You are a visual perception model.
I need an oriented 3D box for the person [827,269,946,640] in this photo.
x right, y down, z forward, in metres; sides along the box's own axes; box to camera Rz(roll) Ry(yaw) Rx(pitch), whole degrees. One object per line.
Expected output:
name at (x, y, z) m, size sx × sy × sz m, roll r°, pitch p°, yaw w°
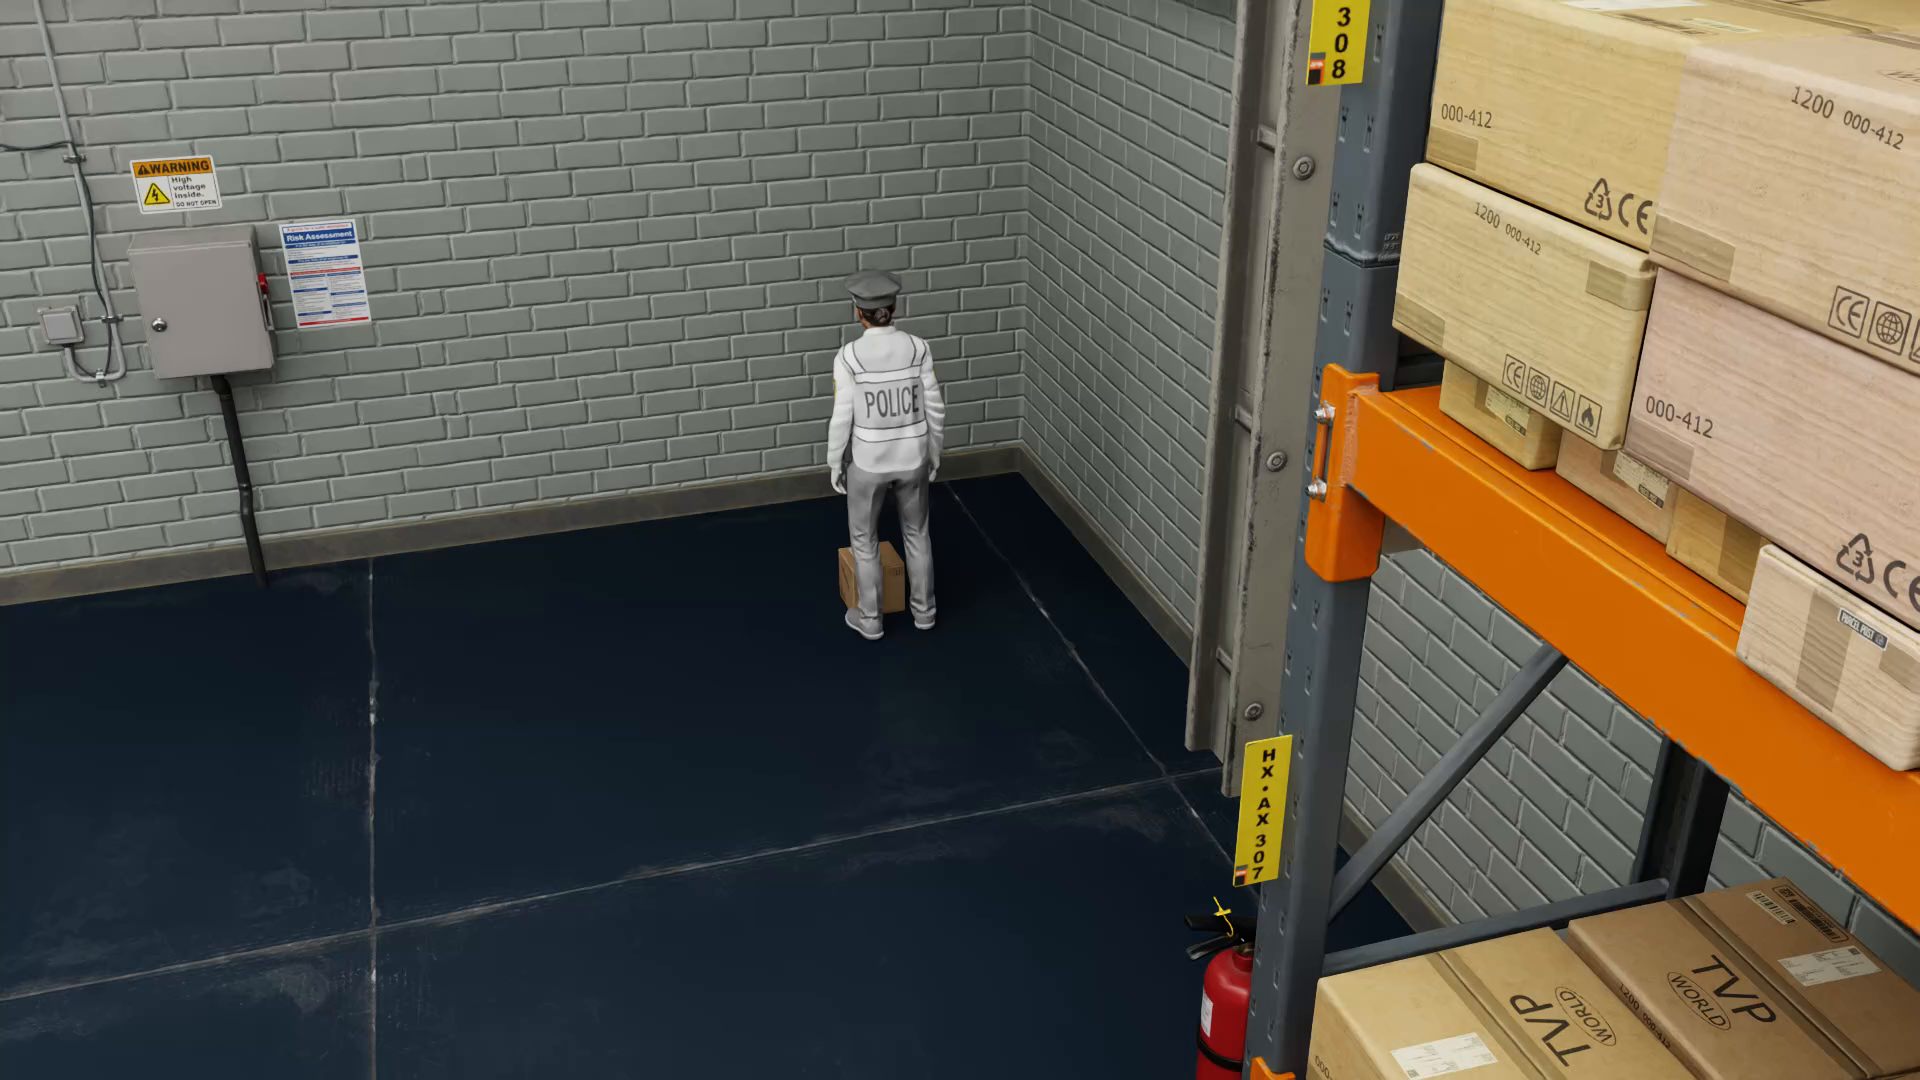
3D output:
person at (-0.326, -0.345, 7.304) m, size 0.526 × 1.663 × 0.374 m, roll -9°, pitch 28°, yaw -17°
